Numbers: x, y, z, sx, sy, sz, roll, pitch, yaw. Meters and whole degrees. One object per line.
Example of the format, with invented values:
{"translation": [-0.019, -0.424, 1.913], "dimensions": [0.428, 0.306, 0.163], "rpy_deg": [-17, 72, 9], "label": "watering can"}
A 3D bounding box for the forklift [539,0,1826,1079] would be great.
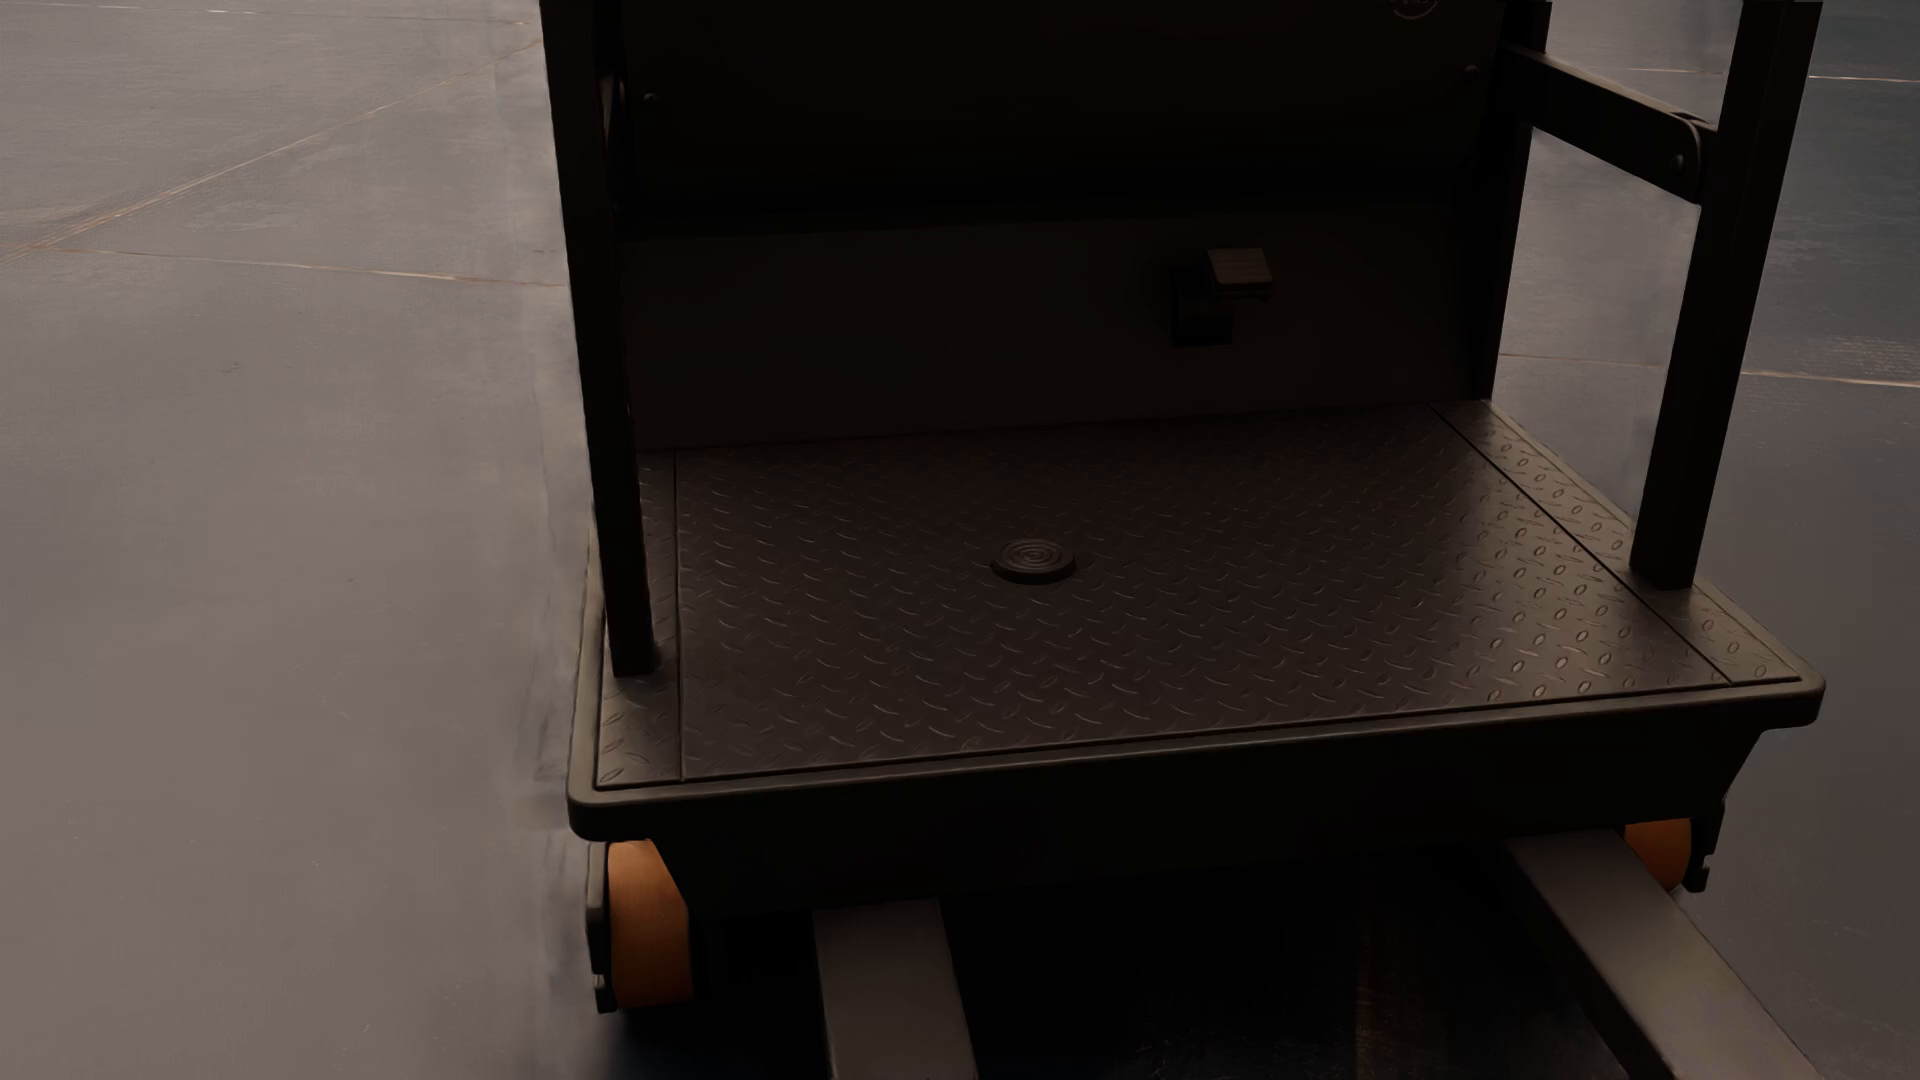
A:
{"translation": [0.153, -1.032, 1.292], "dimensions": [1.130, 2.935, 3.031], "rpy_deg": [-4, 27, -8], "label": "forklift"}
